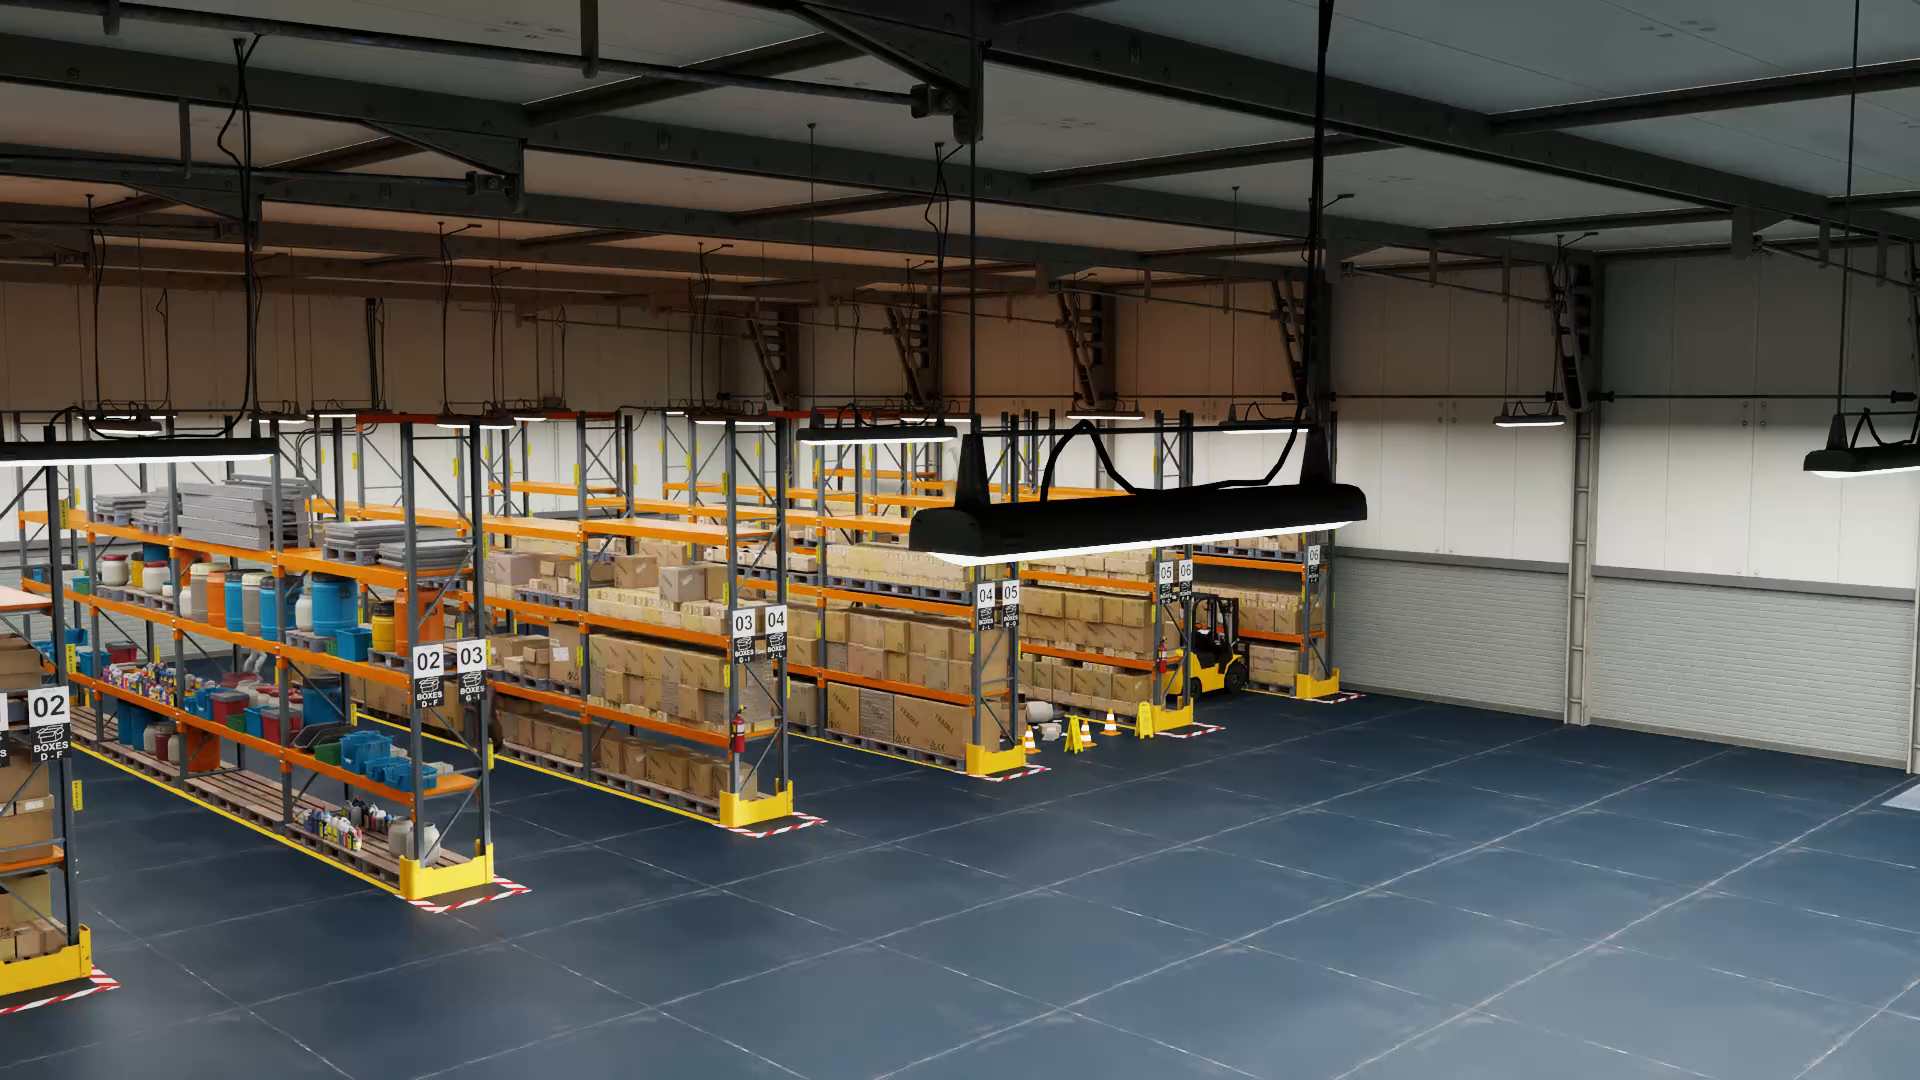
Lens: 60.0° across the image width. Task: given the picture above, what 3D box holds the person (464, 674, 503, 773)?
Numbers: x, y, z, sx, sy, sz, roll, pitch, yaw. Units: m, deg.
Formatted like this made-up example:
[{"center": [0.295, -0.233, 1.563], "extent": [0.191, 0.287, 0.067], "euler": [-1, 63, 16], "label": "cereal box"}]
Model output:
[{"center": [-7.890, 3.044, 27.751], "extent": [0.633, 1.735, 0.698], "euler": [4, 7, 41], "label": "person"}]

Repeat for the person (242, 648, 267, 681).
[{"center": [-15.737, 2.278, 37.118], "extent": [0.683, 1.749, 0.624], "euler": [-1, 5, -10], "label": "person"}]
